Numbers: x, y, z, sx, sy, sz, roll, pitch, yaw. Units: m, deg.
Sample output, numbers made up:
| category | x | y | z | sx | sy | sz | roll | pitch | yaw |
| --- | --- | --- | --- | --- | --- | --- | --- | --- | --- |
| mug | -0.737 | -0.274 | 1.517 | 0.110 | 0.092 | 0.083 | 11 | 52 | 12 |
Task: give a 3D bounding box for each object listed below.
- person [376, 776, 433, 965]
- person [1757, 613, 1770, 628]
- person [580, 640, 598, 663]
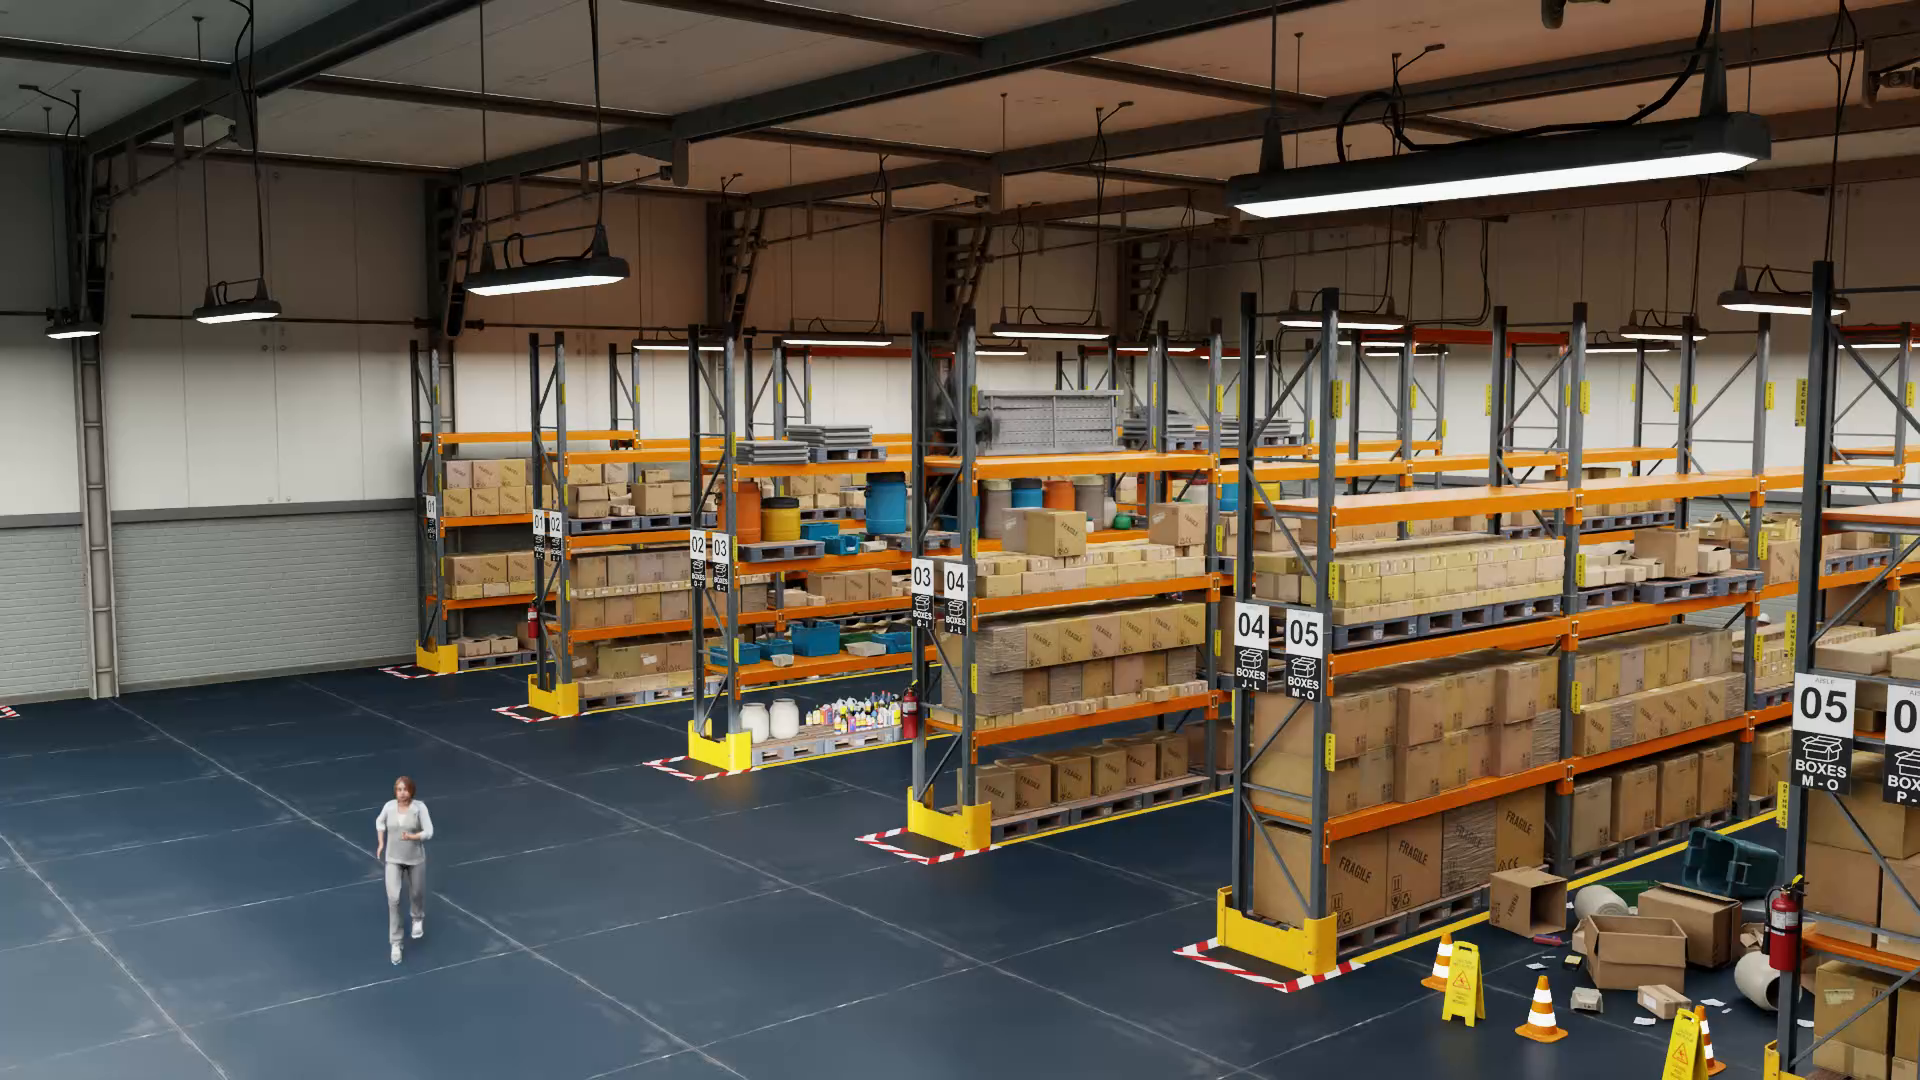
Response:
| category | x | y | z | sx | sy | sz | roll | pitch | yaw |
| --- | --- | --- | --- | --- | --- | --- | --- | --- | --- |
| person | -5.063 | 2.952 | 15.181 | 0.516 | 1.632 | 0.759 | -1 | 5 | -13 |
| person | 11.908 | 1.986 | 24.769 | 0.801 | 1.822 | 0.677 | -5 | 7 | -42 |
| person | -6.461 | 1.608 | 29.007 | 0.661 | 1.700 | 0.963 | 5 | 7 | 41 |
